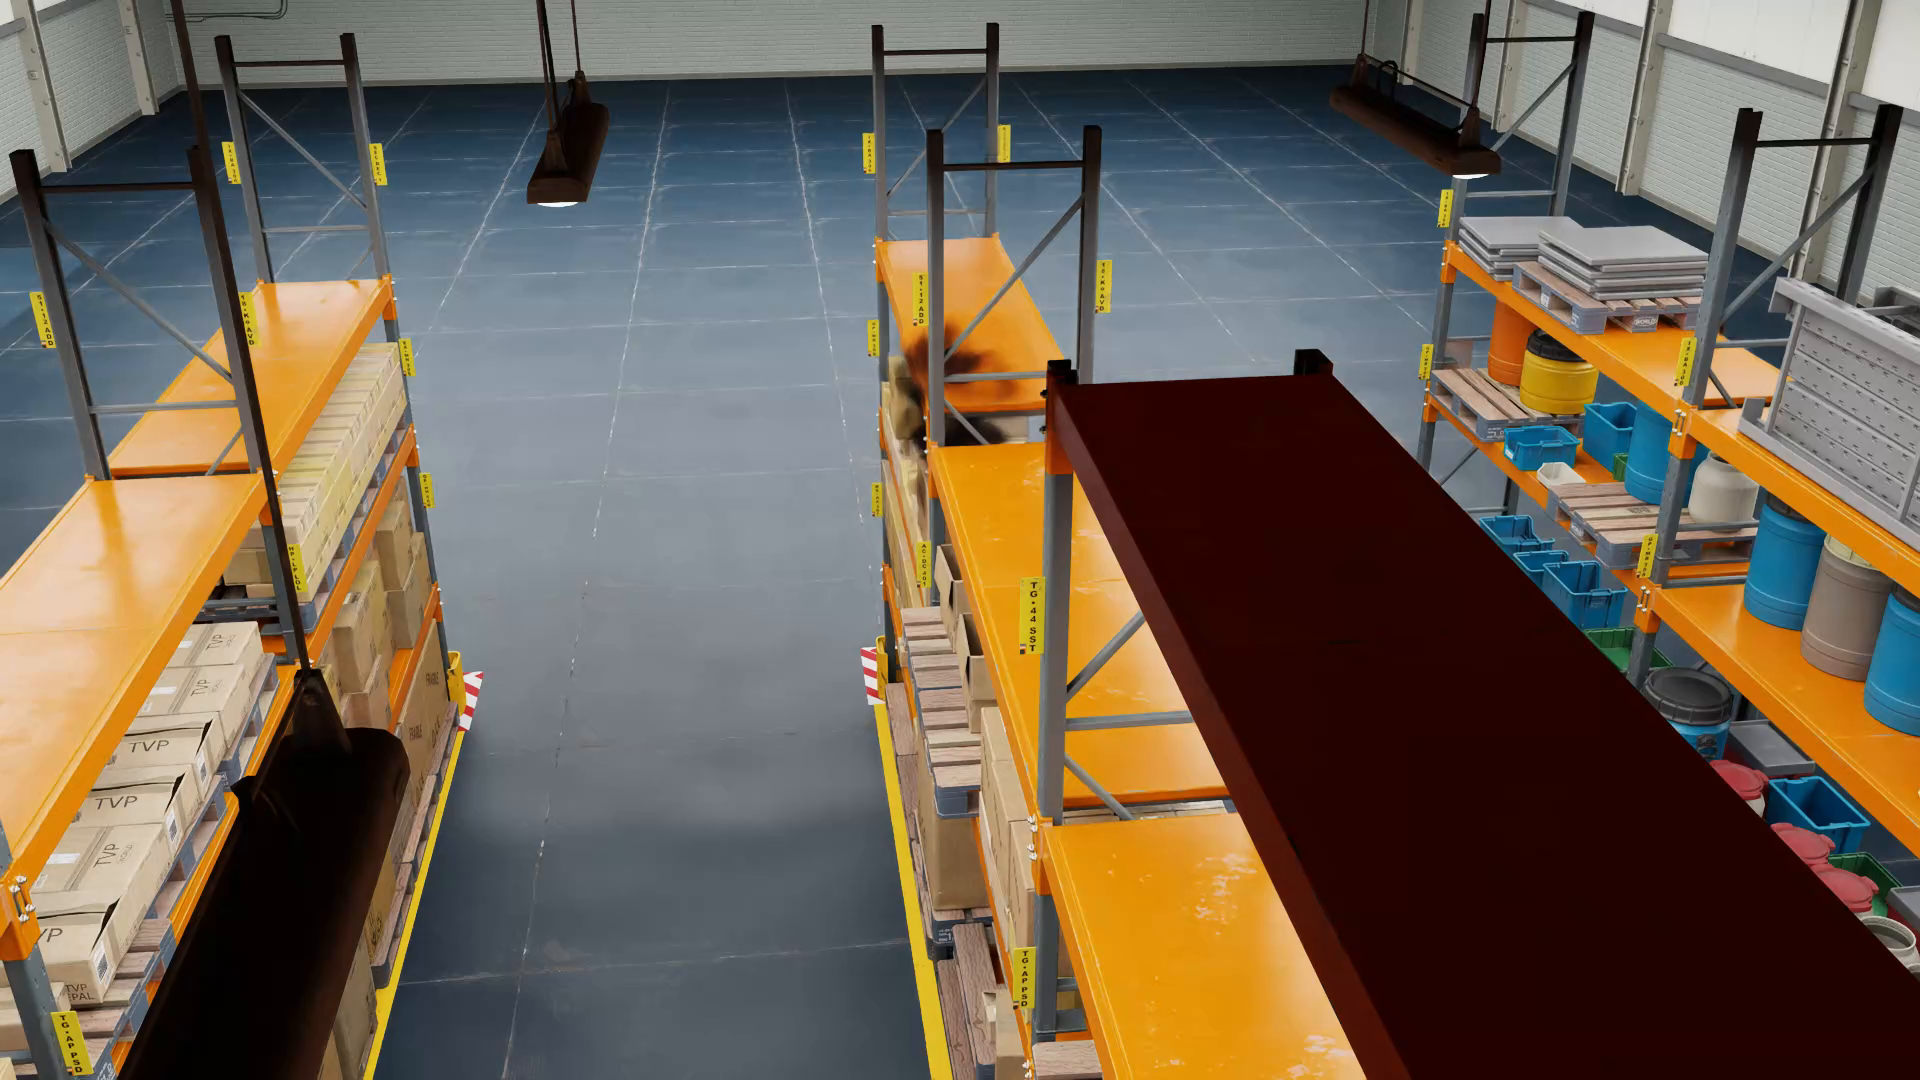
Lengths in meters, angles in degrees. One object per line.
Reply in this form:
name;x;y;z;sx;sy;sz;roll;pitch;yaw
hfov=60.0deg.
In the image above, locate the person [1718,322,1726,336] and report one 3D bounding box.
person;9.308;-2.045;20.863;0.726;1.711;0.532;2;26;5
